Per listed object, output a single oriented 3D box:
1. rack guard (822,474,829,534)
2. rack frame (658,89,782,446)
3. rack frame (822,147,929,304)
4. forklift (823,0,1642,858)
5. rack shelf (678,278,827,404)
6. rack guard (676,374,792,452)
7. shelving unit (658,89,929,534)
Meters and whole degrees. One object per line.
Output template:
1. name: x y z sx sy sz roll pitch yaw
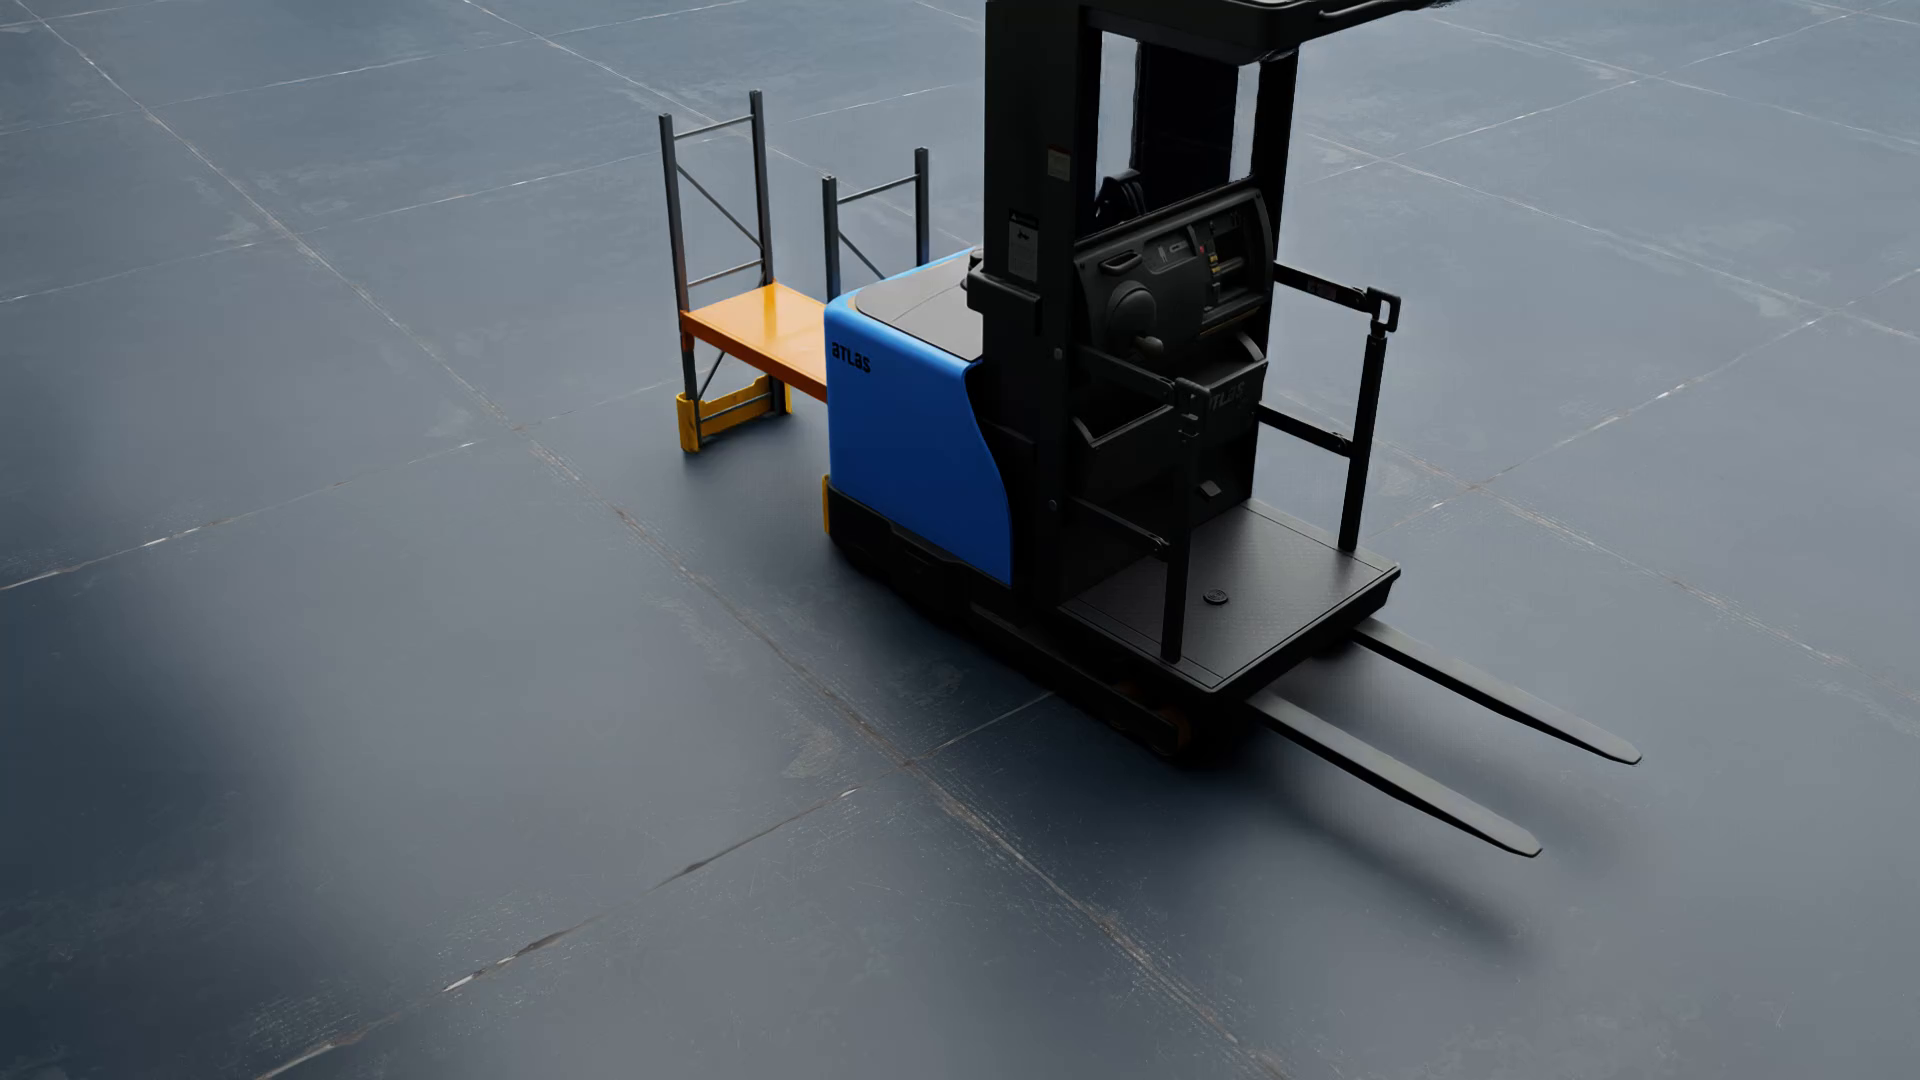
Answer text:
1. rack guard: -0.324 -0.236 6.893 0.587 0.250 0.087 -27 41 -36
2. rack frame: -1.014 -1.147 7.174 0.500 1.500 0.032 -27 41 -36
3. rack frame: -0.310 -0.760 6.552 0.500 1.500 0.032 -27 41 -36
4. forklift: 0.860 -0.830 5.309 1.130 2.935 3.031 -27 41 -36
5. rack shelf: -0.662 -0.800 6.958 0.538 0.185 1.000 -27 41 -36
6. rack guard: -1.014 -0.615 7.503 0.587 0.250 0.087 -27 41 -36
7. shelving unit: -0.669 -0.957 6.869 0.587 1.500 1.083 -27 41 -36
